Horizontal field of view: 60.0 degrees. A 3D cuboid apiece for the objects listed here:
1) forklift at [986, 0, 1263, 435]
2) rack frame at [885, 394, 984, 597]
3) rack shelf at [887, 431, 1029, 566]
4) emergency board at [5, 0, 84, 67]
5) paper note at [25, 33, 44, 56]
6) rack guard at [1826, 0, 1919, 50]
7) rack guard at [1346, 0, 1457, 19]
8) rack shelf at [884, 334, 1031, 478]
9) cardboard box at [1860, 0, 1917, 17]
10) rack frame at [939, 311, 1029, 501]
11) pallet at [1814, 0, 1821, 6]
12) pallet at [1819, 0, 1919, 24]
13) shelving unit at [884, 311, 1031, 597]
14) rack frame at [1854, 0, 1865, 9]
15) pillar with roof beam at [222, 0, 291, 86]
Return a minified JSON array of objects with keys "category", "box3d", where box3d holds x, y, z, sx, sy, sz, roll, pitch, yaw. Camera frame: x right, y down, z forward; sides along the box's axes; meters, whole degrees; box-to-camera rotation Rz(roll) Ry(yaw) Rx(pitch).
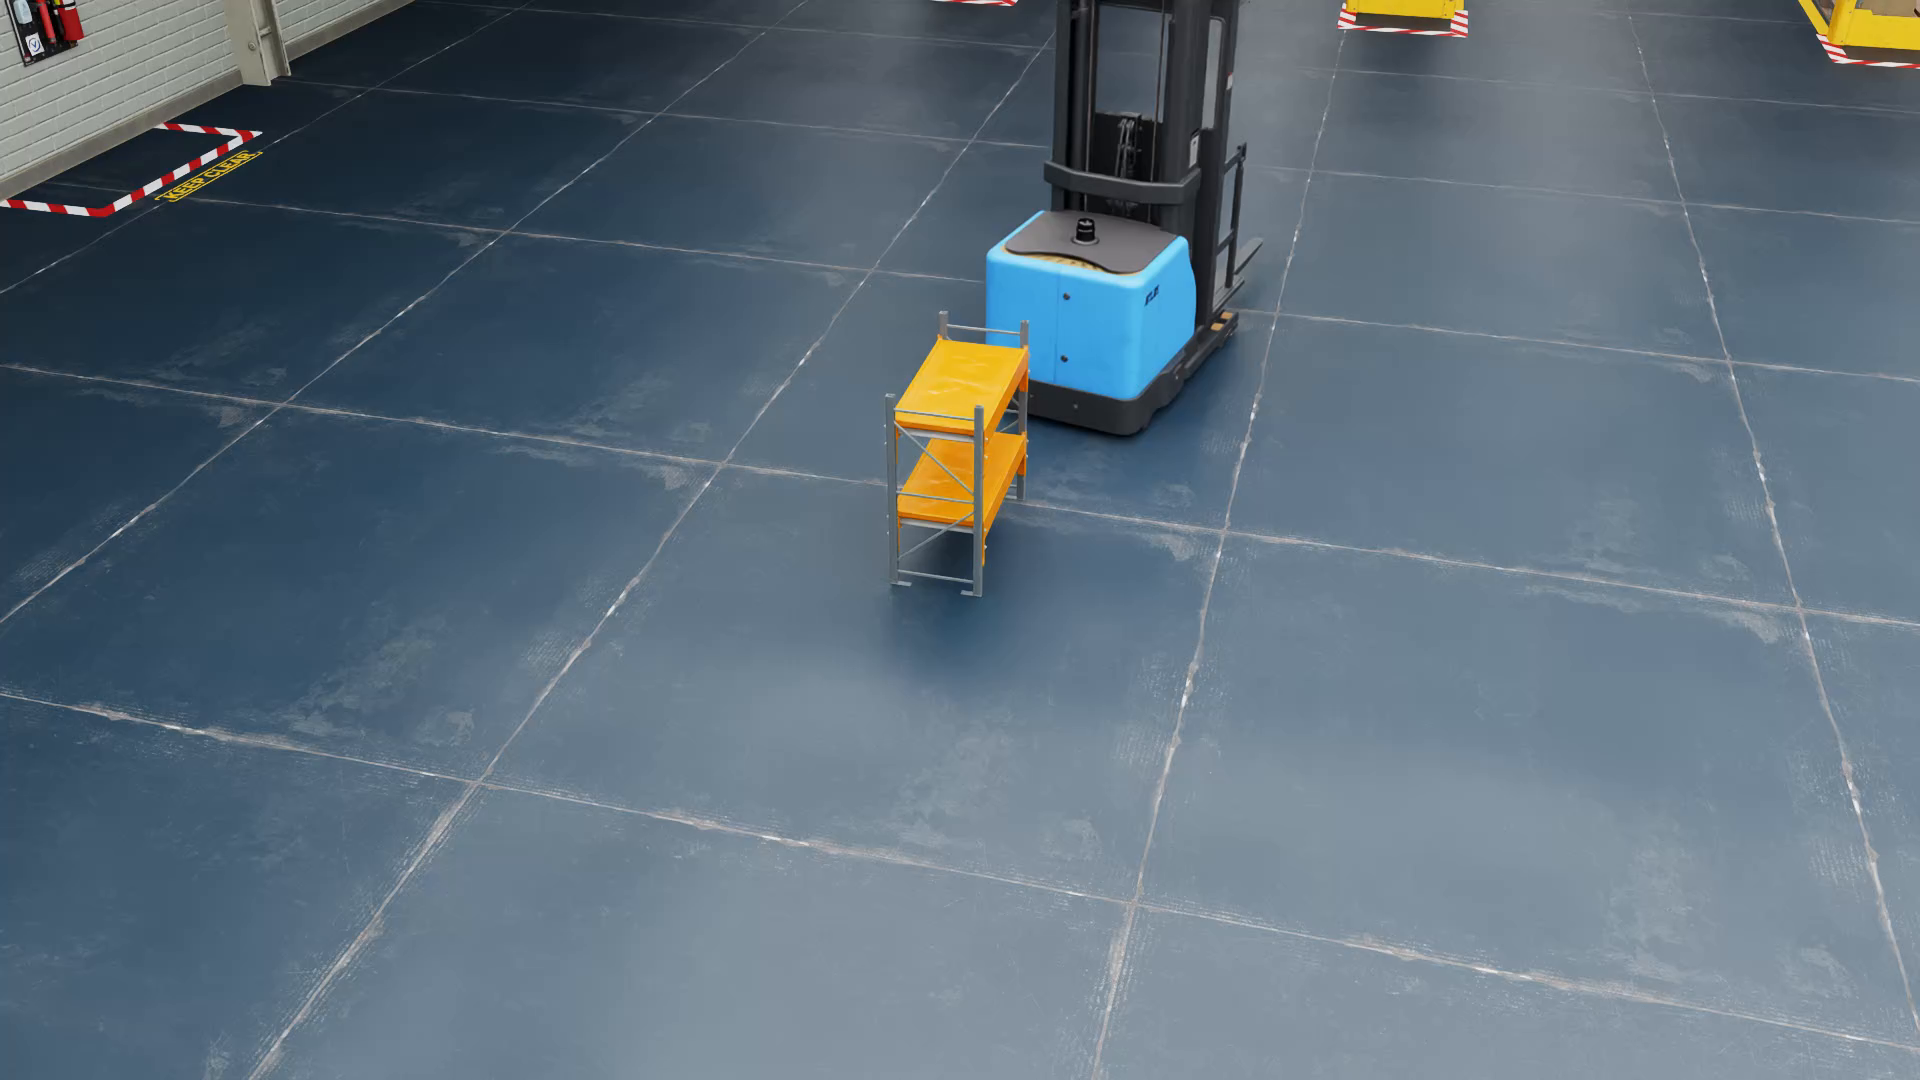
[{"category":"forklift","box3d":[1.264,-2.645,10.679,1.130,2.935,3.031,15,36,23]},{"category":"rack frame","box3d":[-0.127,-0.214,8.539,0.500,1.125,0.032,8,33,12]},{"category":"rack shelf","box3d":[0.002,-0.272,9.085,0.538,0.278,1.000,8,33,12]},{"category":"emergency board","box3d":[-7.510,-4.538,13.593,0.194,1.169,0.643,8,33,12]},{"category":"paper note","box3d":[-7.621,-4.084,13.700,0.016,0.148,0.142,8,33,12]},{"category":"rack guard","box3d":[9.729,-5.410,17.293,1.175,0.500,0.348,8,33,12]},{"category":"rack guard","box3d":[4.893,-6.090,18.364,1.175,0.500,0.348,8,33,12]},{"category":"rack shelf","box3d":[0.002,-0.725,8.797,0.538,0.278,1.000,8,33,12]},{"category":"cardboard box","box3d":[9.884,-5.869,17.625,0.500,0.500,0.500,14,35,21]},{"category":"rack frame","box3d":[0.131,-0.742,9.369,0.500,1.125,0.032,8,33,12]},{"category":"pallet","box3d":[10.281,-6.336,19.019,1.003,0.211,1.213,8,33,12]},{"category":"pallet","box3d":[9.969,-5.704,18.026,1.003,0.211,1.213,8,33,12]},{"category":"shelving unit","box3d":[0.002,-0.478,8.954,0.538,1.125,1.048,8,33,12]},{"category":"rack frame","box3d":[9.710,-6.425,16.561,1.000,3.000,0.127,8,33,12]},{"category":"pillar with roof beam","box3d":[-2.681,-7.761,13.071,9.100,9.000,0.400,8,33,12]}]
